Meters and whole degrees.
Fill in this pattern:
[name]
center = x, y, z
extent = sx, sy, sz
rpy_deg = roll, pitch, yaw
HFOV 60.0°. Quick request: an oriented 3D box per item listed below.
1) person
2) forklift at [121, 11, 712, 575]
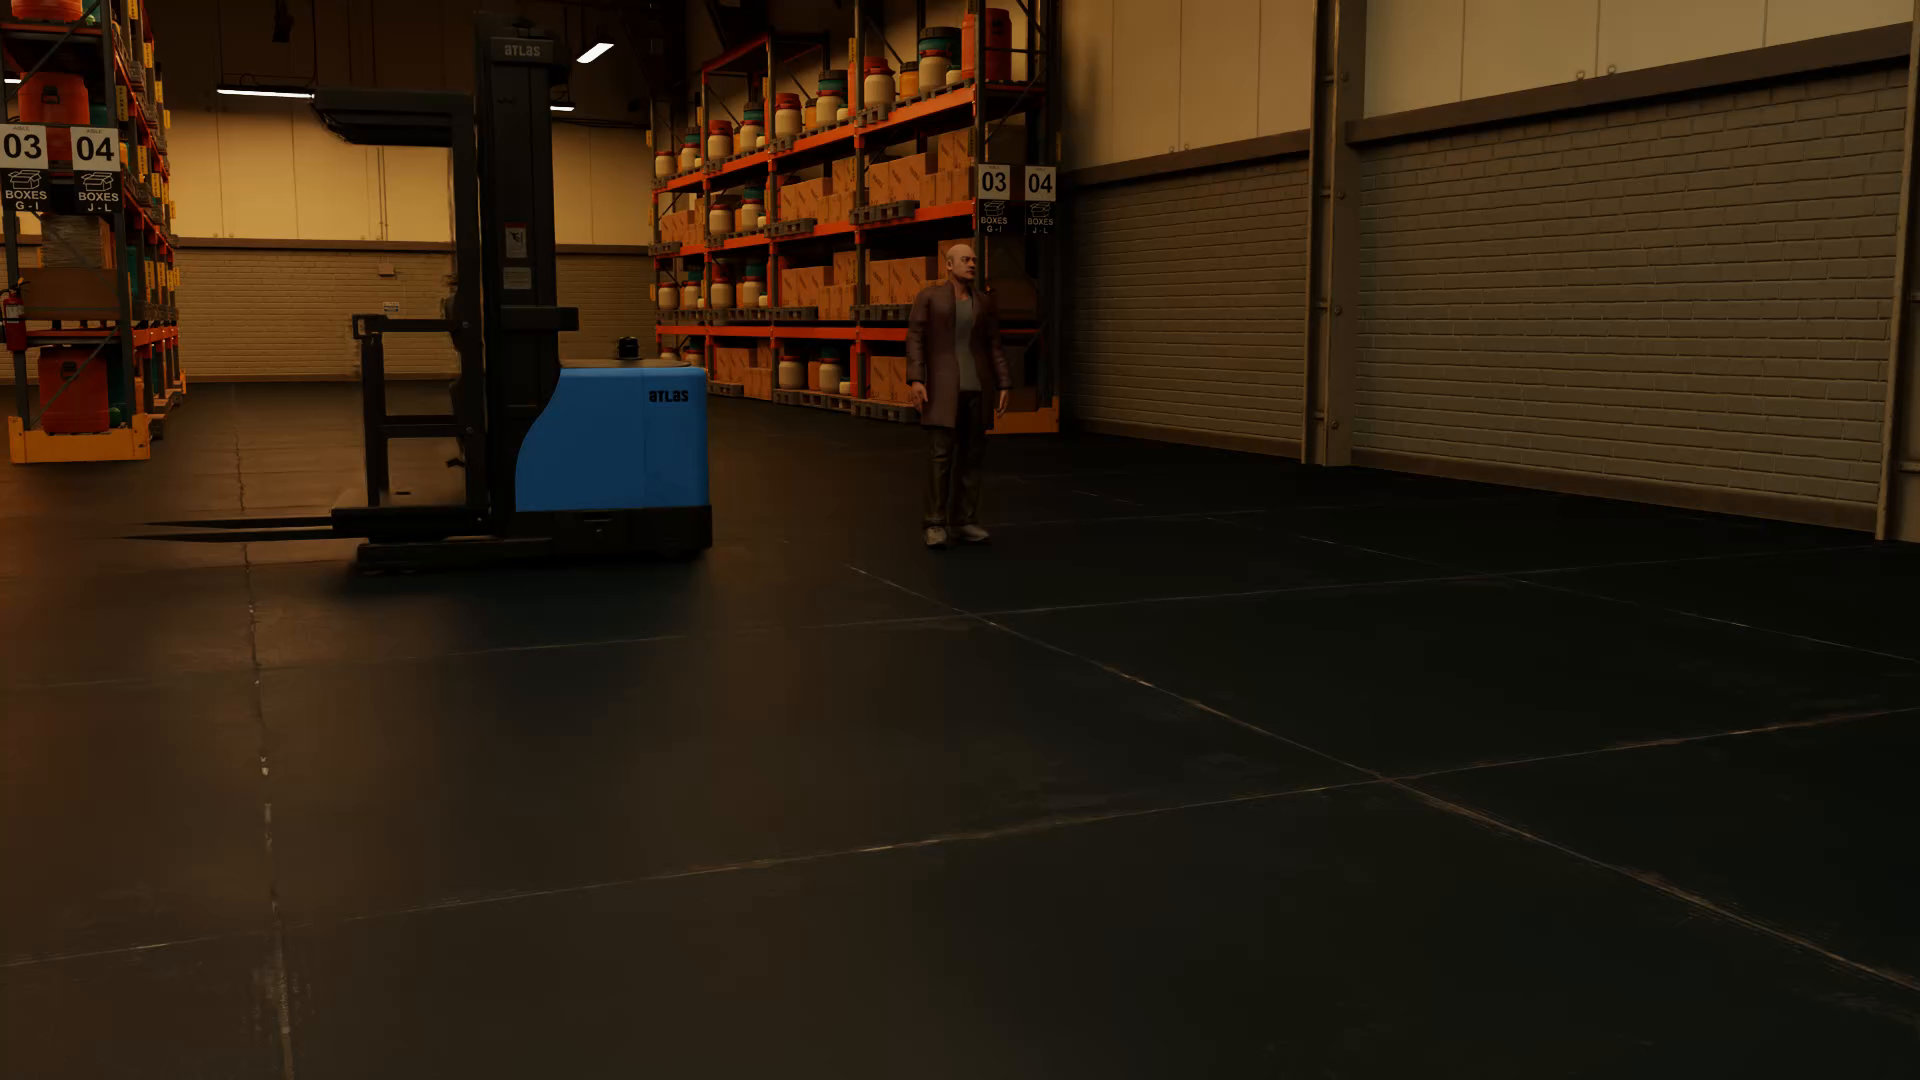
[person]
center = 0.028, -0.877, 9.949
extent = 0.686, 1.778, 0.579
rpy_deg = -3, 8, -23
[forklift]
center = -2.964, -1.345, 9.142
extent = 3.031, 2.935, 1.130
rpy_deg = -2, 8, -16
